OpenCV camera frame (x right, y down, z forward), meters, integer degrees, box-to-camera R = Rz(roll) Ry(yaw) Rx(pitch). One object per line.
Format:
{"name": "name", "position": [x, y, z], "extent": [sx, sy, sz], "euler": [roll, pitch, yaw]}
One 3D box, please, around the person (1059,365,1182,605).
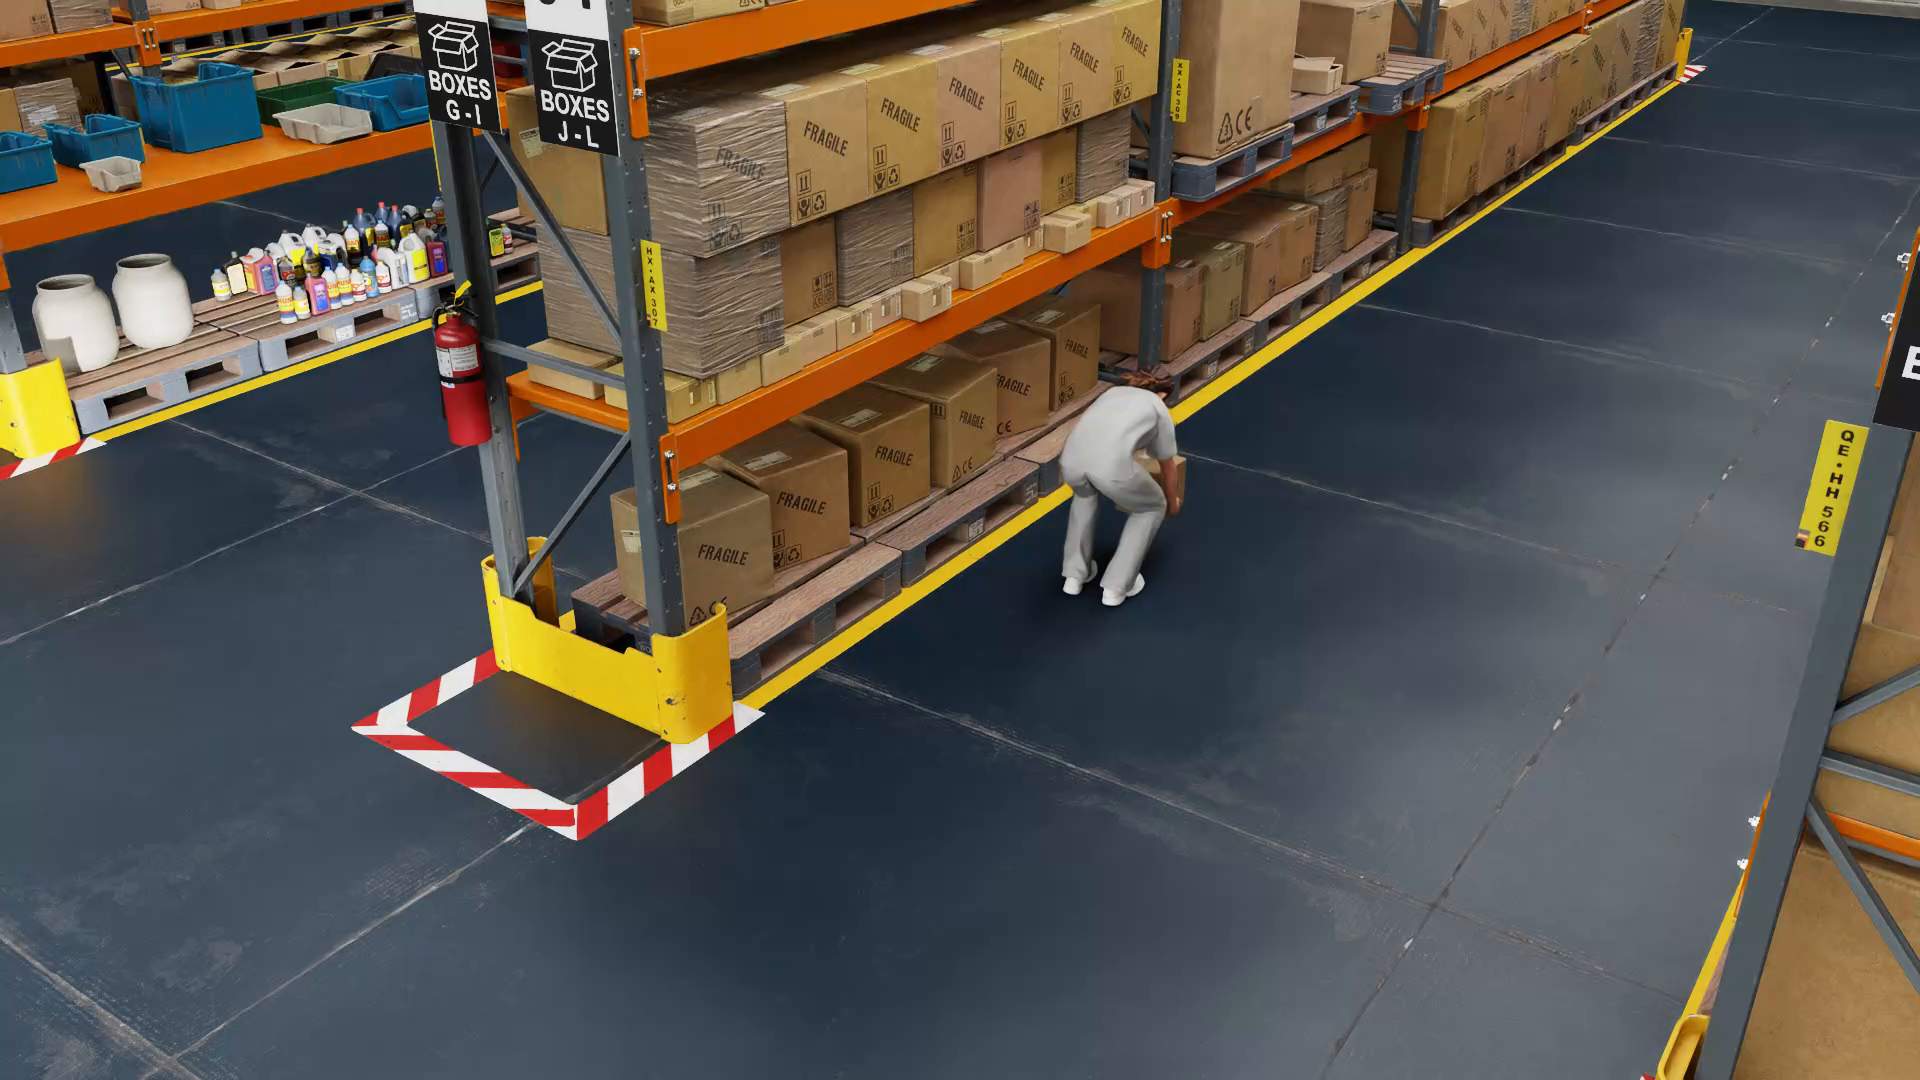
{"name": "person", "position": [0.771, -0.269, 7.903], "extent": [0.471, 0.987, 0.866], "euler": [15, 31, 27]}
